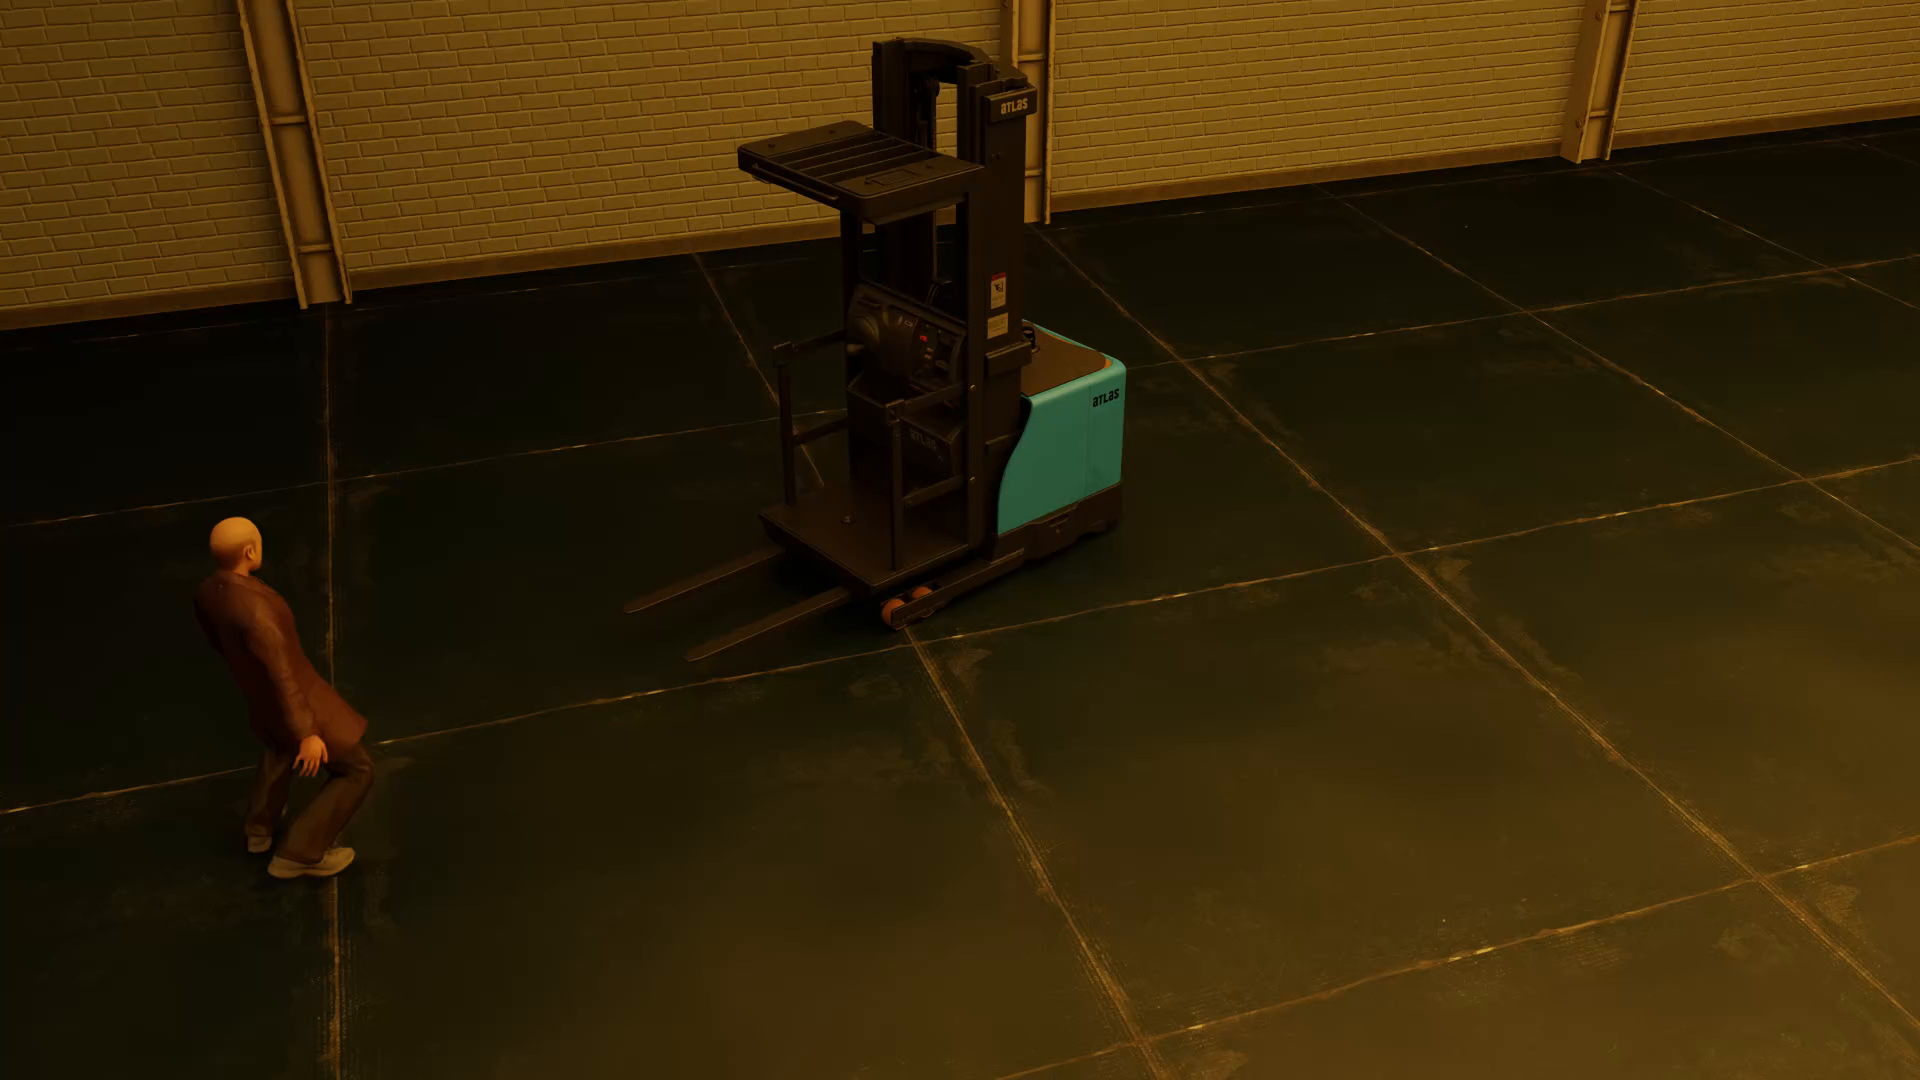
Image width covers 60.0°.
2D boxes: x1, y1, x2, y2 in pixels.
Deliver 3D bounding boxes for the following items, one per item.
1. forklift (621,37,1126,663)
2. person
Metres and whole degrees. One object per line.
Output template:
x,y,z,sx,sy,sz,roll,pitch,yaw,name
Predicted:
-0.461,-1.072,8.951,3.031,2.935,1.130,-23,37,-34,forklift
-2.919,0.687,7.156,0.573,1.684,0.942,-25,38,-37,person
